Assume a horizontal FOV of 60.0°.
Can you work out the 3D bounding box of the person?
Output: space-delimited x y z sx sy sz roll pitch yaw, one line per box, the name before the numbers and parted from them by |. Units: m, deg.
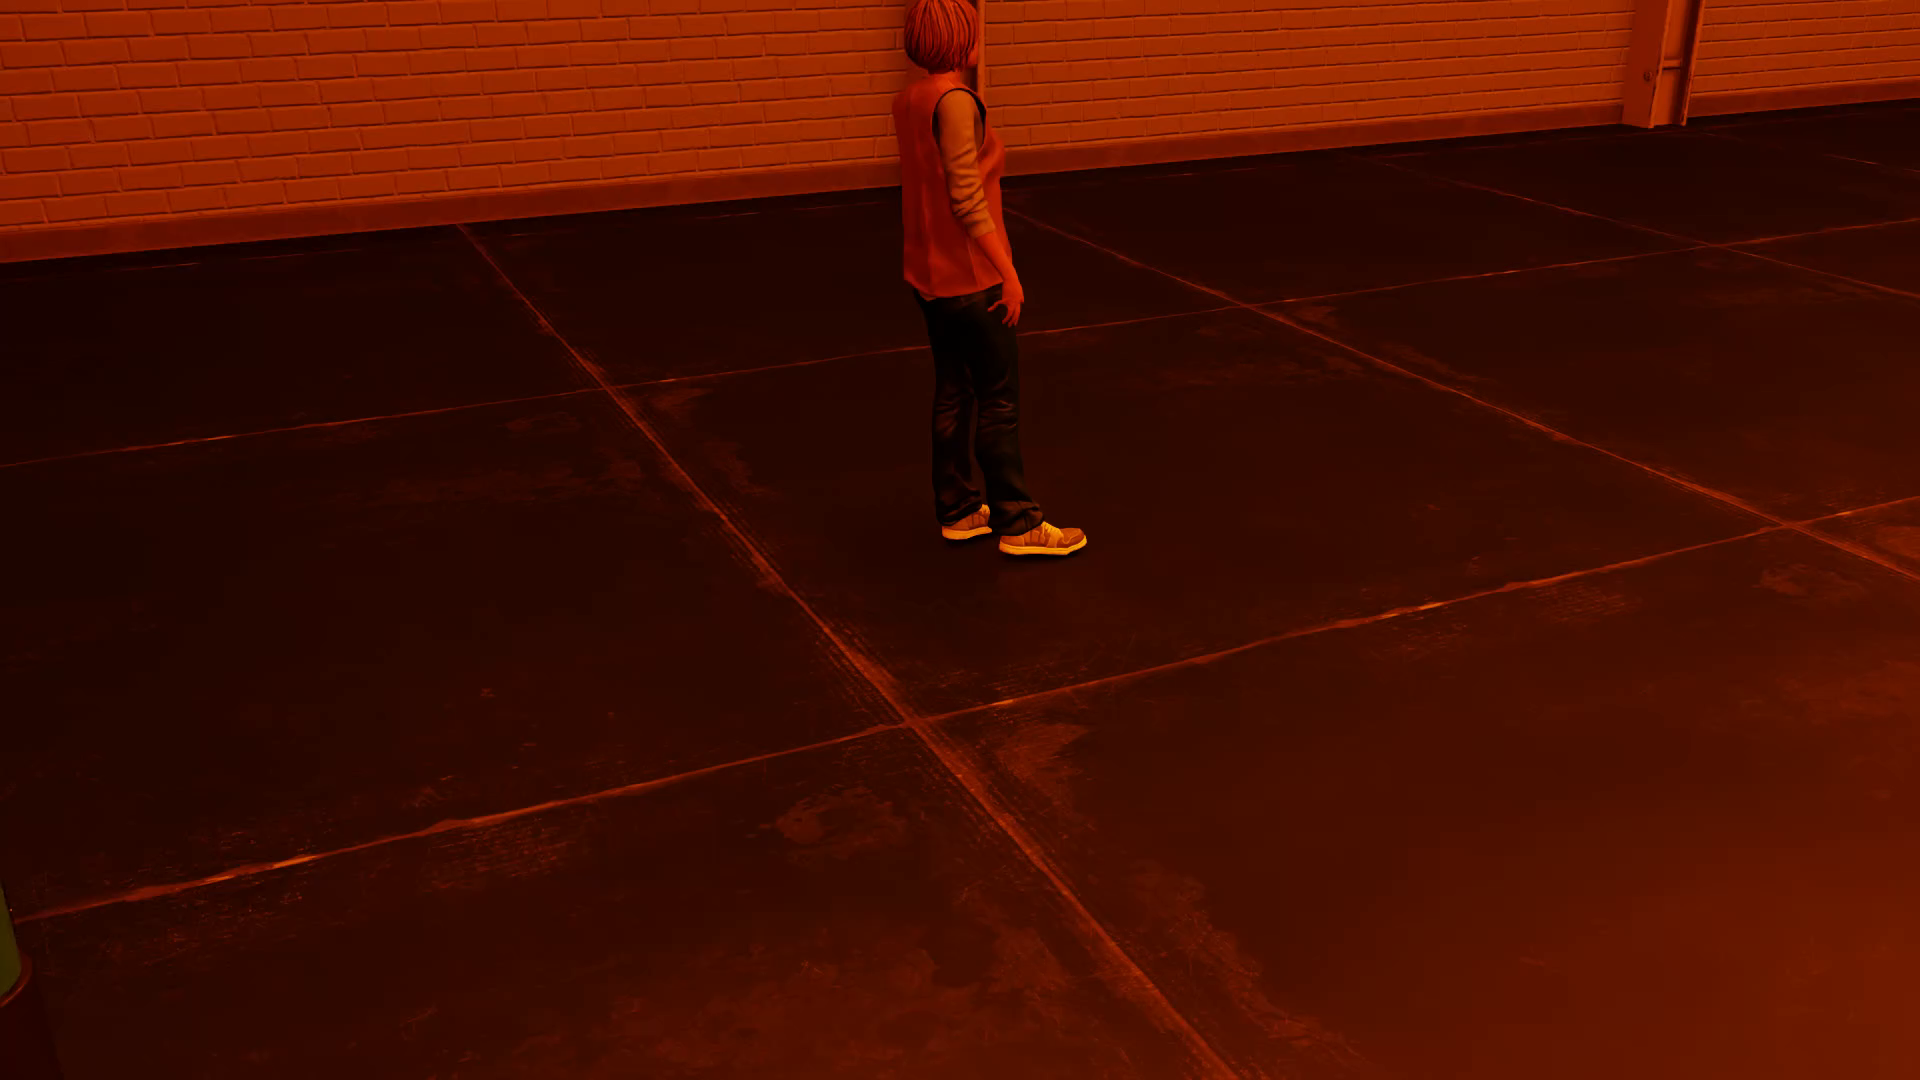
person | 0.074 -0.752 4.815 0.473 1.599 0.520 -10 25 -23
